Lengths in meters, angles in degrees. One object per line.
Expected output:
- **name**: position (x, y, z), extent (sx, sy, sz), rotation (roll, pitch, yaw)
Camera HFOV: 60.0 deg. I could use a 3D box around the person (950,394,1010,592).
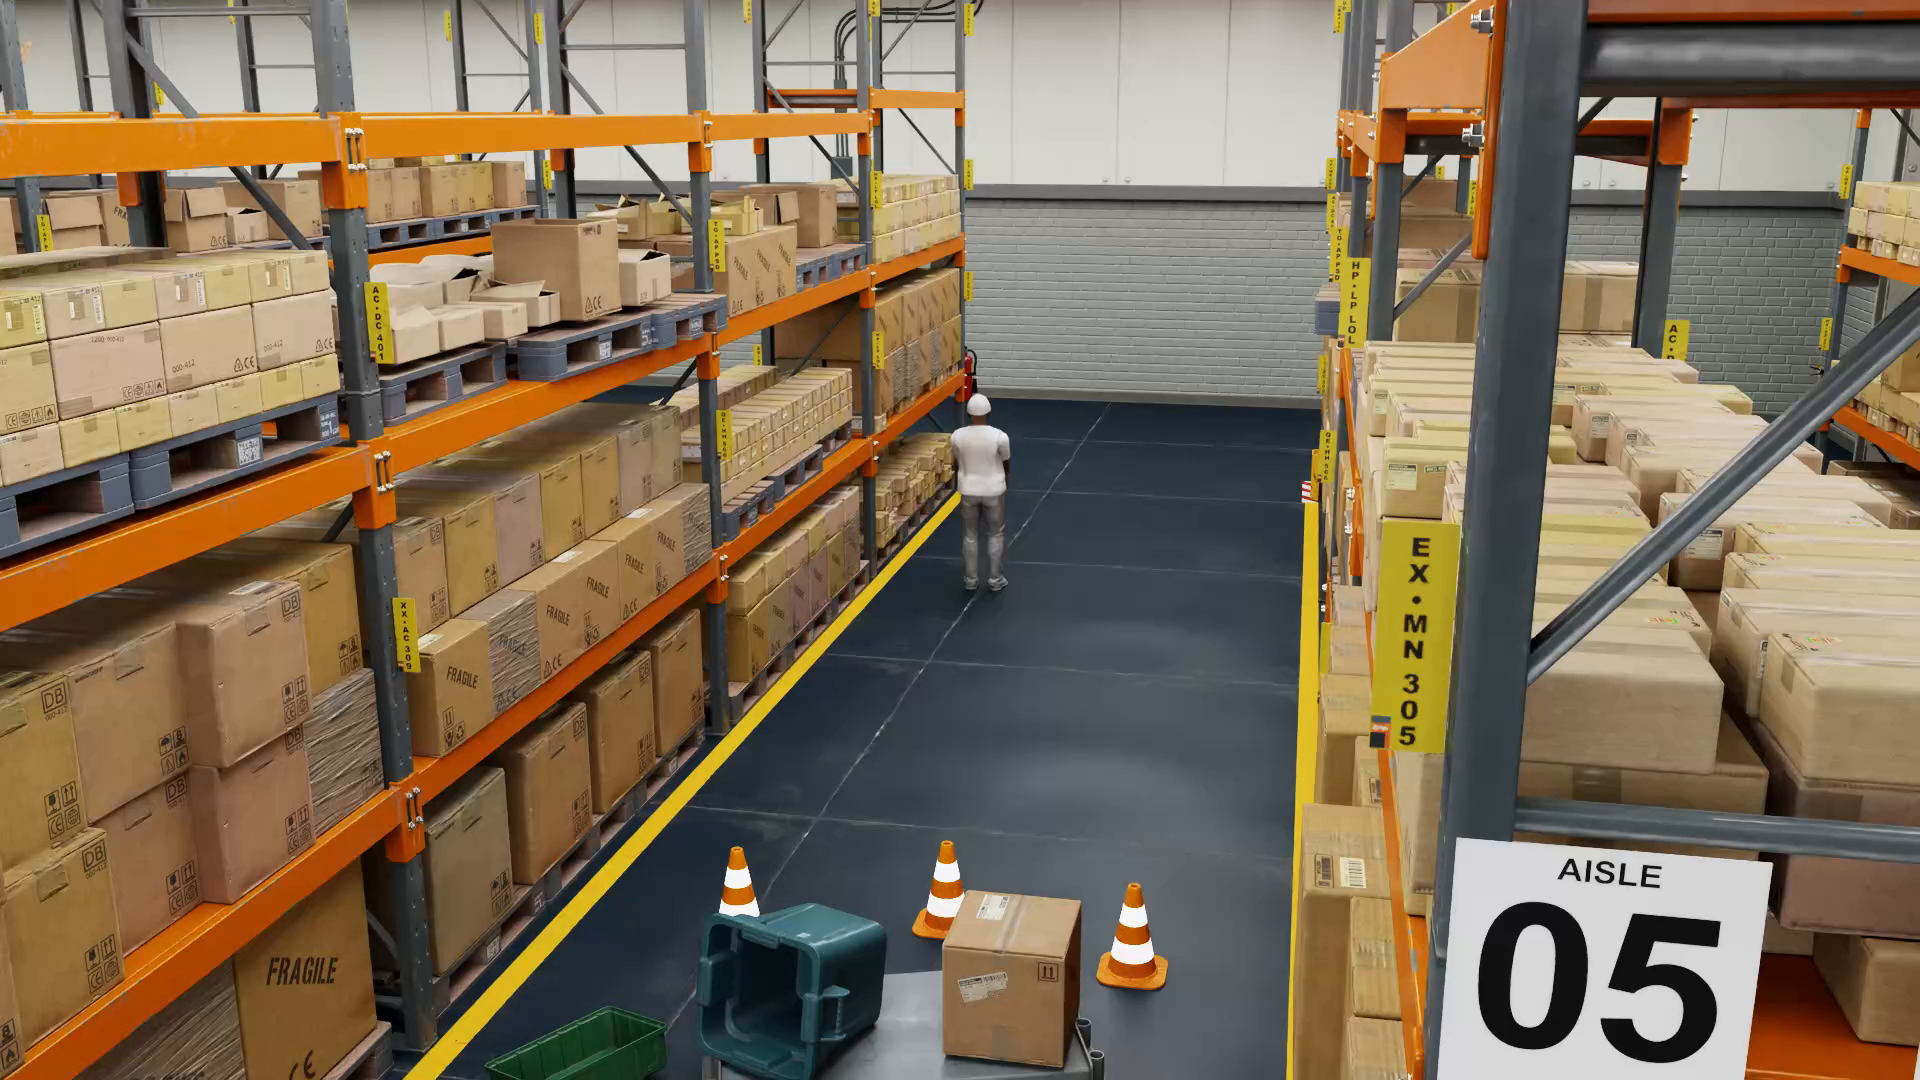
- **person**: position (0.199, -0.436, 14.640), extent (0.513, 1.769, 0.573), rotation (3, 15, 11)
